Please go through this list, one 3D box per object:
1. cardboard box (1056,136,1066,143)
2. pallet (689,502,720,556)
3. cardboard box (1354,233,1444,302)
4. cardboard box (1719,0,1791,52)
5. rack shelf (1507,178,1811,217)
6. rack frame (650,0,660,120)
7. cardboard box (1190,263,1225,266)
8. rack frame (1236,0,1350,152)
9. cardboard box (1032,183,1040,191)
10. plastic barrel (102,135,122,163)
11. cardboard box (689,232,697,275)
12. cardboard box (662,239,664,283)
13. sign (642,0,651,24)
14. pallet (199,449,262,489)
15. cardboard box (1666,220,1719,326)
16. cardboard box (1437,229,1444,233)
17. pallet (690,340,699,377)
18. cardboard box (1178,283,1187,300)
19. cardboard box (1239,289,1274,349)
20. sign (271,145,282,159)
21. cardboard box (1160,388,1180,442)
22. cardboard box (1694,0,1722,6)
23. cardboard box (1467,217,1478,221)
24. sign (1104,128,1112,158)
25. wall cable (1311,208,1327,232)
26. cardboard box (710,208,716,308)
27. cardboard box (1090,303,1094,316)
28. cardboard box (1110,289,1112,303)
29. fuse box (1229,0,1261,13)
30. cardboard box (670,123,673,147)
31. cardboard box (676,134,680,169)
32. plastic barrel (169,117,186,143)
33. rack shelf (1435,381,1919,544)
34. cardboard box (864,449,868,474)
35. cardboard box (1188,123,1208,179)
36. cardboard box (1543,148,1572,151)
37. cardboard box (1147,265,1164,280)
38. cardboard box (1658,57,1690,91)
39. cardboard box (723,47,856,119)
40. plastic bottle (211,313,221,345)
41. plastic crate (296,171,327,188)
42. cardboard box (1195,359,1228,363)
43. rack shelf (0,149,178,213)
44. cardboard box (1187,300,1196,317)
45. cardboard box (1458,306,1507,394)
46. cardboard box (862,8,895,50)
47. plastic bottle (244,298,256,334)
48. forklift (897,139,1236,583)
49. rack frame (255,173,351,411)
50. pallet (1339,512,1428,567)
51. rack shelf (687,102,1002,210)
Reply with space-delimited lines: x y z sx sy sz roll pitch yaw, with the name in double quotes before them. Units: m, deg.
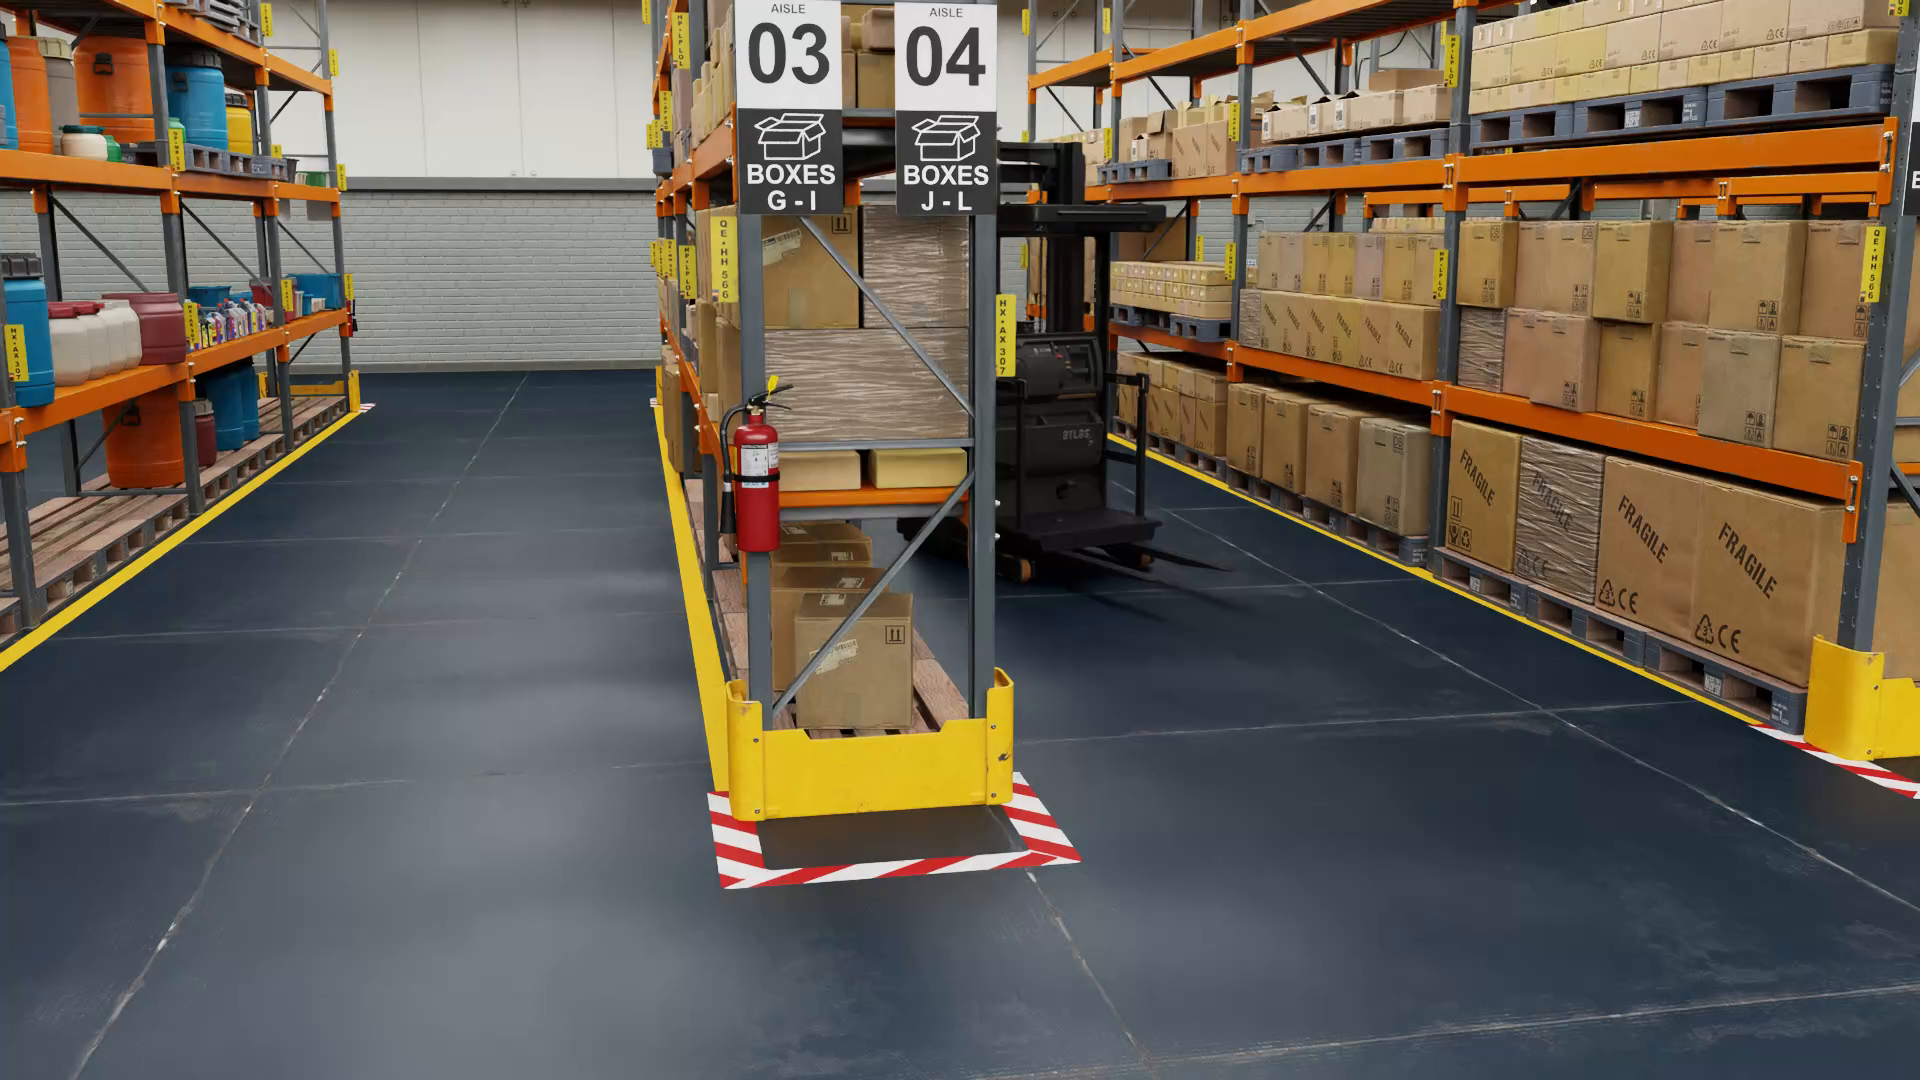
"cardboard box" 1.425 -5.003 20.937 0.380 0.149 0.250 -2 11 -9
"pallet" -1.531 -0.104 12.678 1.003 0.211 1.213 -2 11 -11
"cardboard box" 3.445 -2.087 12.696 0.700 0.500 0.500 -2 11 -11
"cardboard box" 4.060 -2.508 8.042 0.500 0.250 0.500 -2 11 -11
"rack shelf" 7.417 -3.688 17.951 1.077 0.370 4.000 -2 11 -11
"rack frame" -3.471 -6.255 21.491 1.000 3.000 0.127 -2 11 -11
"cardboard box" 2.658 -2.854 17.629 0.380 0.149 0.250 -2 11 -13
"rack frame" 2.970 -4.949 14.633 1.000 3.000 0.127 -2 11 -11
"cardboard box" 1.250 -4.778 22.155 0.500 0.250 0.500 -2 11 -9
"plastic barrel" -6.675 -3.014 12.903 0.294 0.245 0.294 0 11 0
"cardboard box" -2.042 -2.517 14.948 0.797 0.503 0.637 -2 11 -9
"cardboard box" -3.138 -3.181 18.989 0.500 0.500 0.500 -2 11 -10
"sign" -4.017 -6.772 21.289 0.100 0.325 0.005 -2 11 -11
"pallet" -7.202 -0.657 15.583 1.003 0.211 1.213 -2 11 -11
"cardboard box" 4.318 -1.414 8.813 0.875 0.550 0.550 -2 11 -11
"cardboard box" 6.466 -3.738 21.370 0.500 0.500 0.500 -2 11 -10
"pallet" -1.490 -1.385 12.462 1.003 0.211 1.213 -2 11 -11
"cardboard box" 2.320 -2.402 16.049 0.380 0.149 0.250 -2 11 -10
"cardboard box" 2.792 -1.959 14.700 0.500 0.500 0.500 -2 11 -10
"sign" -7.012 -3.891 17.074 0.100 0.325 0.005 -2 11 -11
"cardboard box" 2.369 -1.284 16.980 0.500 0.500 0.500 -3 11 -14
"cardboard box" 3.931 -2.768 8.342 0.380 0.149 0.250 -2 11 -11
"cardboard box" 6.605 -3.982 20.921 0.380 0.149 0.250 -2 11 -11
"sign" 1.661 -4.442 18.608 0.100 0.325 0.005 -2 11 -11
"wall cable" 6.519 -5.254 29.562 0.588 1.984 0.122 -2 11 -11
"cardboard box" -0.996 -1.427 8.433 0.500 0.500 0.500 -2 11 -11
"cardboard box" 1.750 -2.700 19.530 0.380 0.149 0.250 -2 11 -13
"cardboard box" 1.817 -2.730 18.565 0.380 0.149 0.250 -3 11 -14
"fuse box" 4.887 -9.206 28.440 0.513 0.334 0.176 -2 11 -11
"cardboard box" -2.904 -4.493 18.602 0.700 0.500 0.500 -3 11 -14
"cardboard box" -1.974 -3.051 13.081 0.500 0.250 0.500 -2 11 -10
"plastic barrel" -6.754 -3.467 14.157 0.294 0.245 0.294 0 11 0
"rack shelf" 4.137 -0.548 9.479 1.077 0.370 4.000 -2 11 -11
"cardboard box" -0.211 -0.357 7.223 0.380 0.149 0.250 -2 11 -11
"cardboard box" 2.499 -3.712 15.885 0.500 0.500 0.500 -2 11 -11
"cardboard box" 6.914 -4.491 18.858 0.500 0.500 0.500 -2 11 -12
"cardboard box" 2.126 -2.736 17.004 0.380 0.149 0.250 -2 11 -9
"cardboard box" 3.882 -2.422 8.659 0.380 0.149 0.250 -2 11 -11
"cardboard box" -0.702 -1.852 6.784 0.500 0.250 0.500 -2 11 -10
"plastic bottle" -6.721 -1.908 15.009 0.061 0.283 0.133 -2 11 -11
"plastic crate" -7.858 -4.326 19.949 0.450 0.188 0.336 -2 11 -11
"cardboard box" 2.788 -1.764 17.499 0.500 0.250 0.500 -3 11 -14
"rack shelf" -6.385 -2.414 11.257 1.077 0.370 4.000 -2 11 -11
"cardboard box" 2.376 -2.204 15.805 0.380 0.149 0.250 -2 11 -11
"cardboard box" 3.831 -1.275 10.972 0.875 0.550 0.550 -2 11 -11
"cardboard box" -0.186 -2.028 6.640 0.380 0.149 0.250 -2 11 -11
"plastic bottle" -7.052 -2.213 16.433 0.144 0.351 0.185 -2 11 -11
"forklift" 0.697 -1.248 11.415 1.130 2.935 3.031 -6 12 -30
"rack frame" -8.330 -3.128 21.106 1.000 3.000 0.127 -2 11 -11
"pallet" 3.524 -0.038 12.329 1.003 0.211 1.213 -2 11 -11
"rack shelf" -0.748 -1.860 8.349 1.077 0.370 4.000 -2 11 -11
